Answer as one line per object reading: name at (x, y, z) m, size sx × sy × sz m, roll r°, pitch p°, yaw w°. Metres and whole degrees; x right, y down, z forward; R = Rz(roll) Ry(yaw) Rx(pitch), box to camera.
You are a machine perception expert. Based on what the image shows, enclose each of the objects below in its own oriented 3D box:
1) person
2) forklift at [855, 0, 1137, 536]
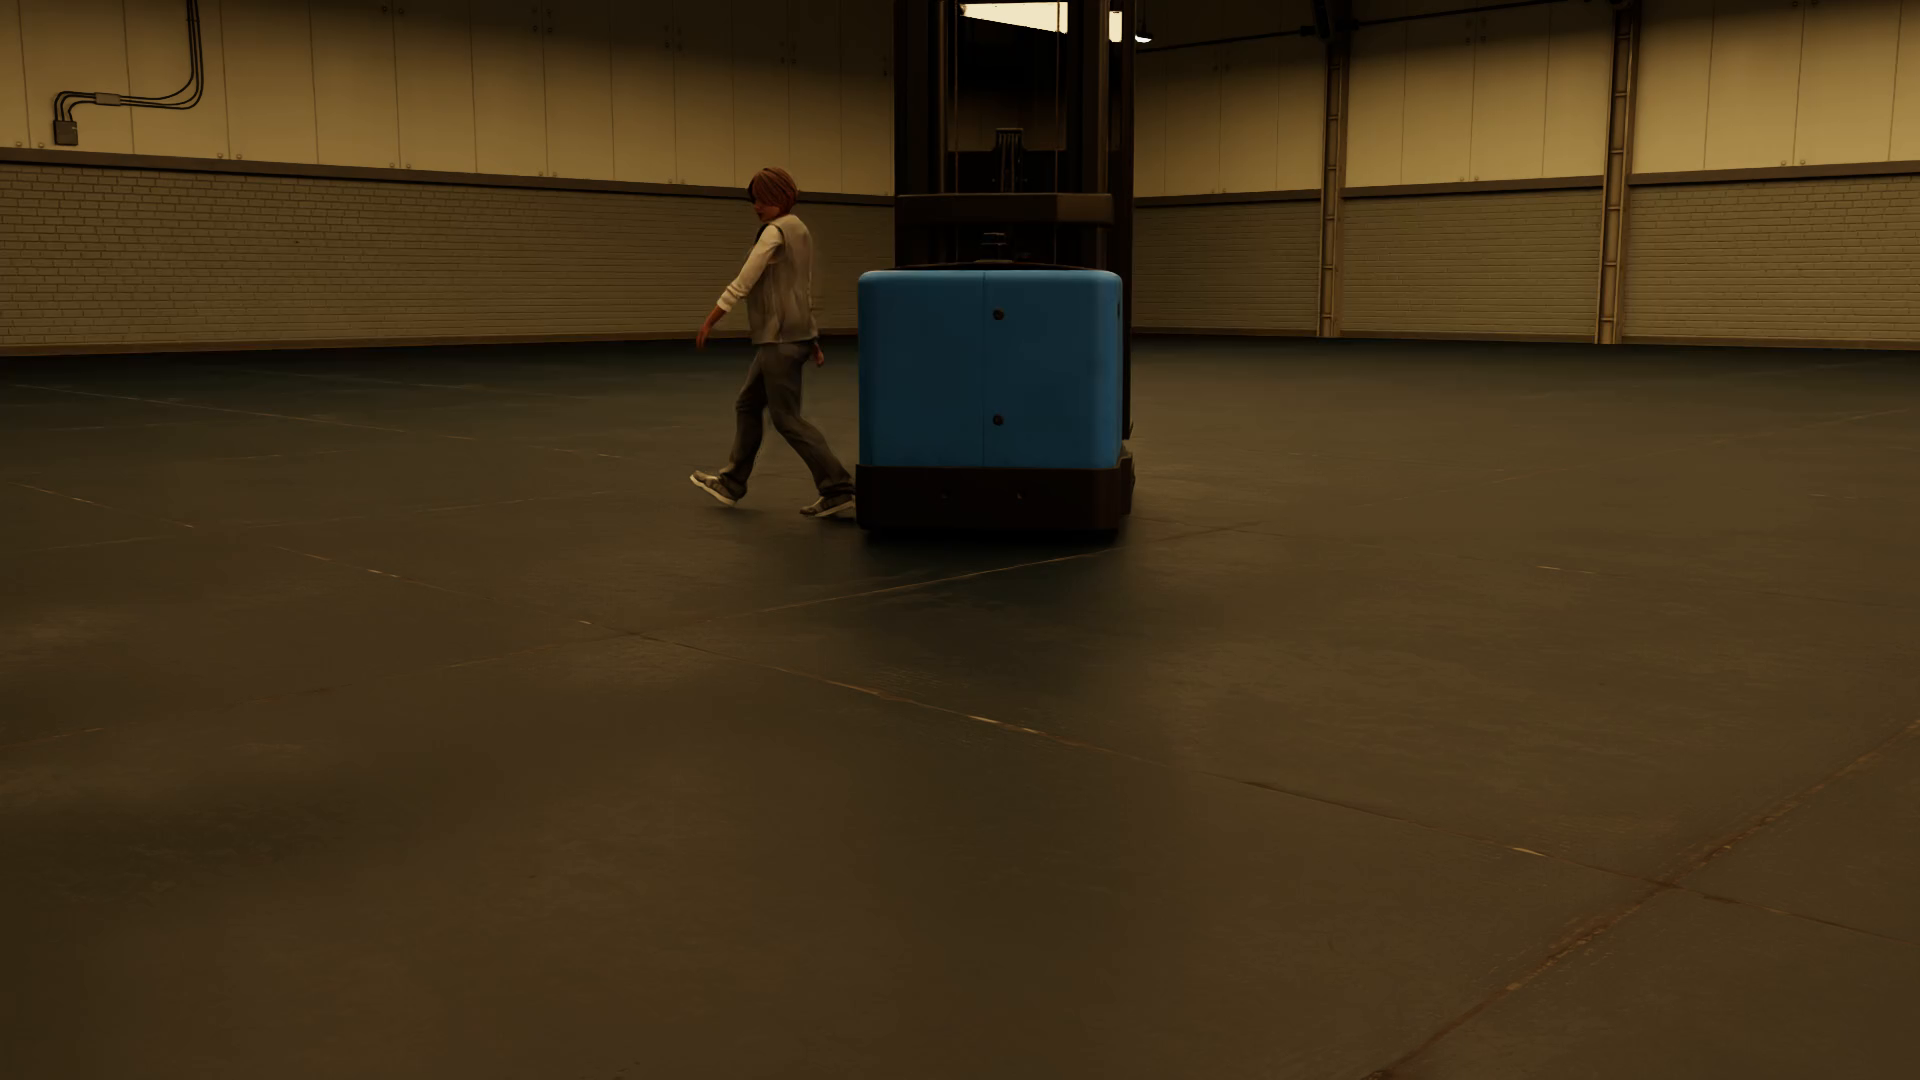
person at (-0.861, -0.880, 7.491) m, size 0.851 × 1.546 × 0.556 m, roll 1°, pitch 9°, yaw 7°
forklift at (0.276, -1.647, 7.815) m, size 1.130 × 2.935 × 3.031 m, roll 1°, pitch 9°, yaw 7°
